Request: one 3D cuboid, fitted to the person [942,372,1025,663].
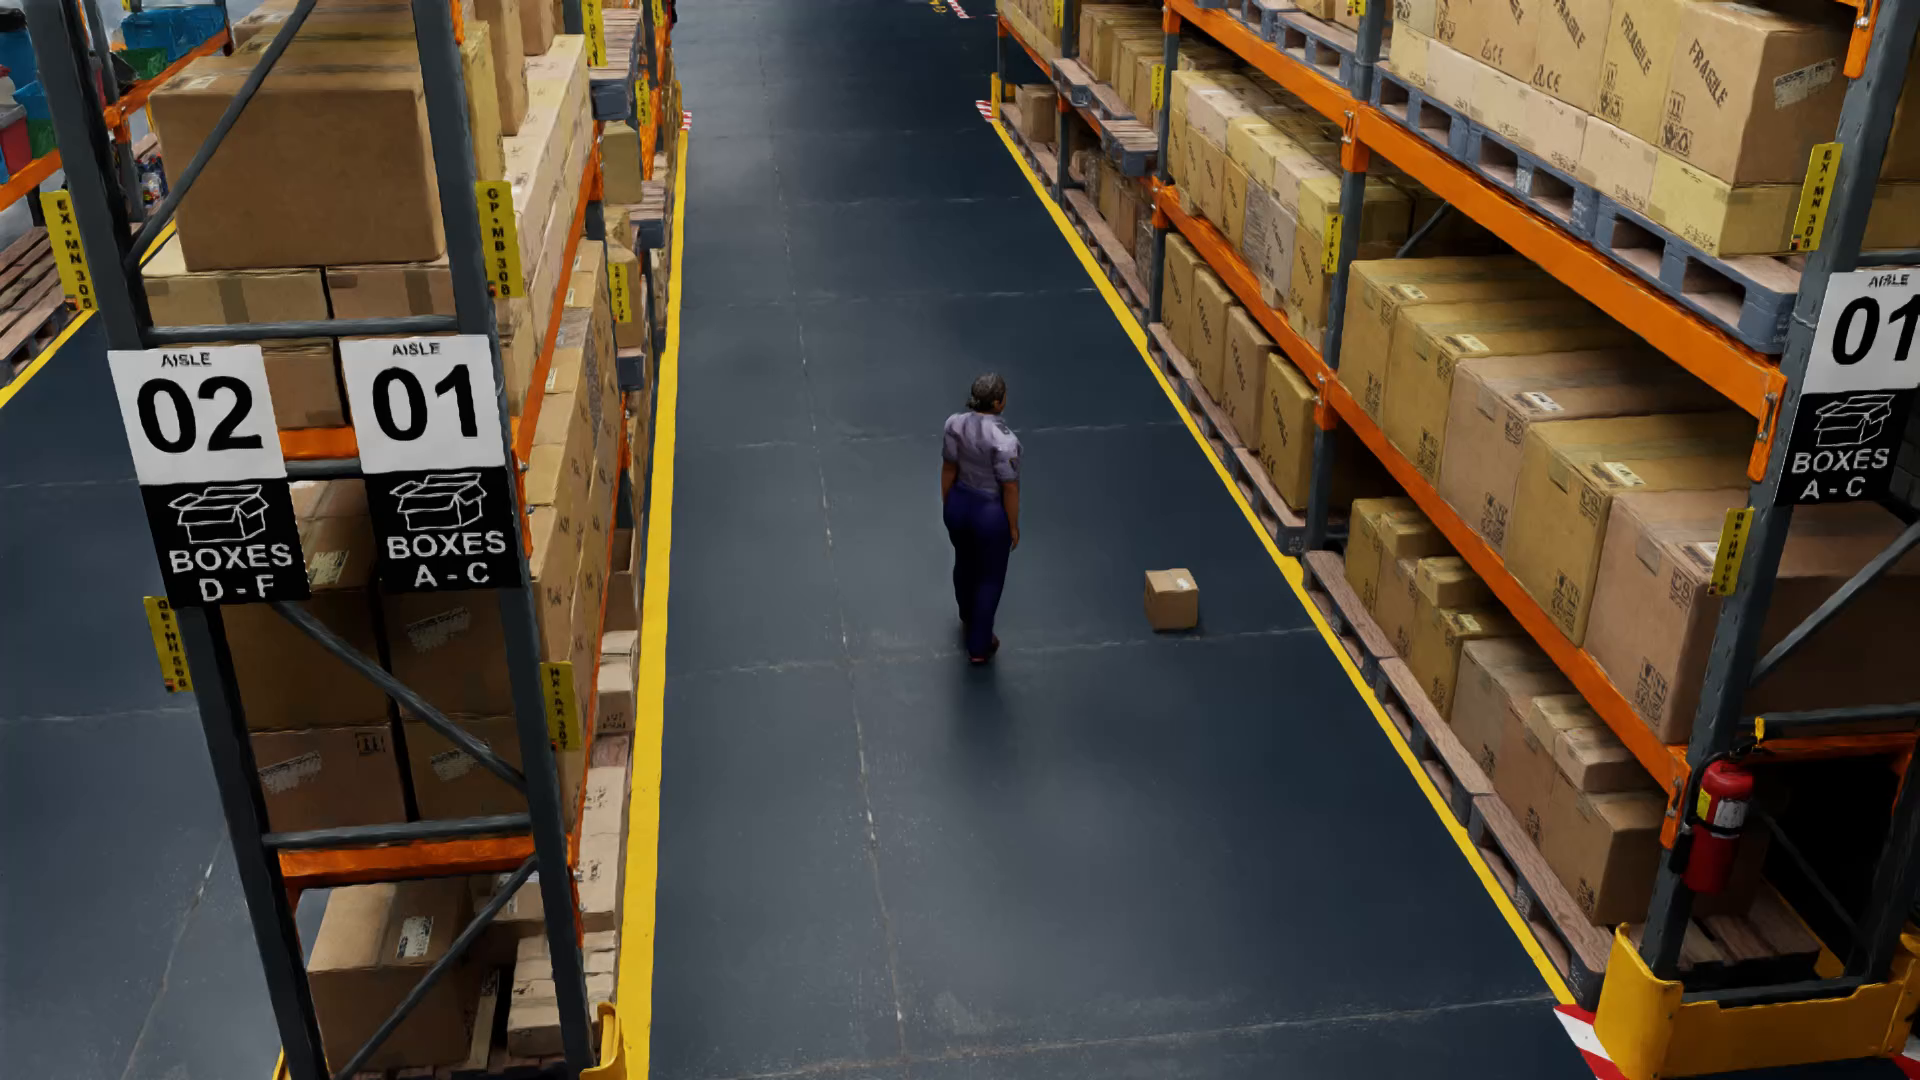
[{"bbox_3d":[0.178,-0.184,8.982,0.543,1.650,0.603,20,33,33],"label":"person"}]
